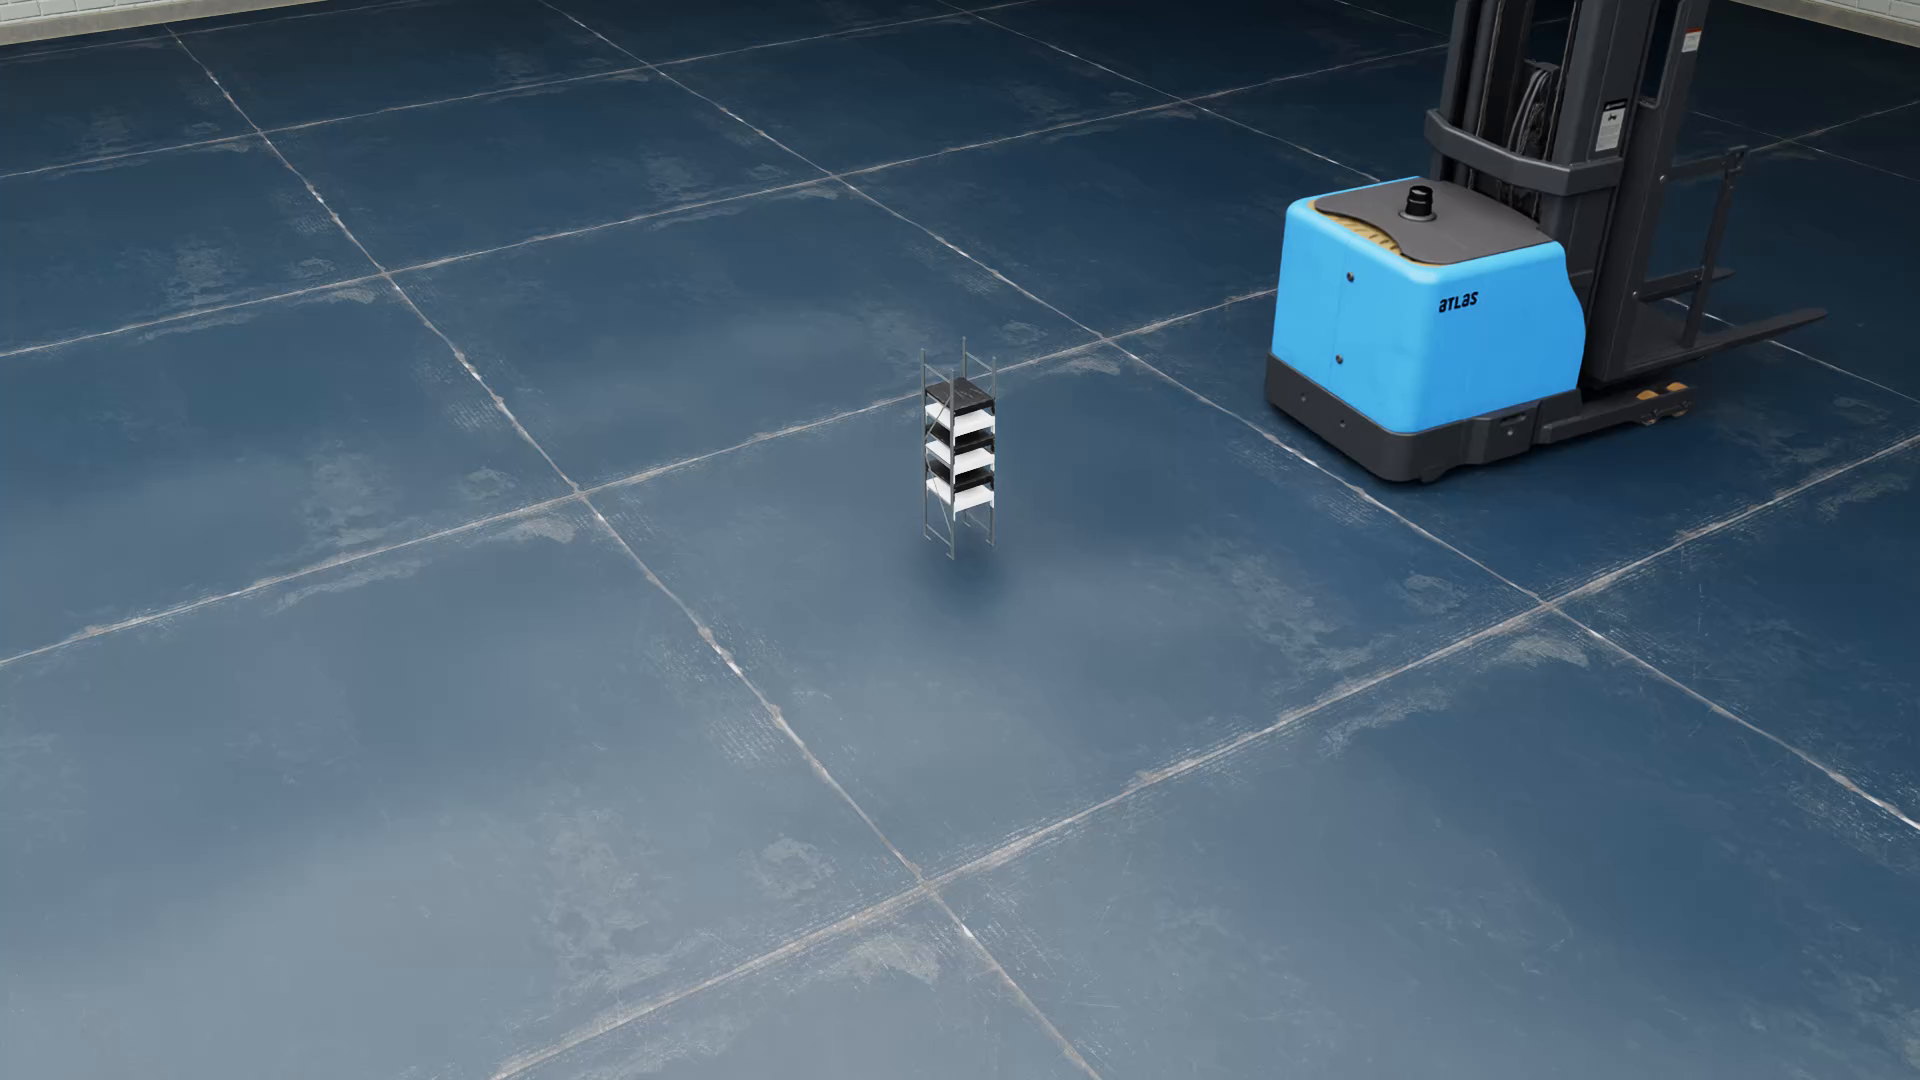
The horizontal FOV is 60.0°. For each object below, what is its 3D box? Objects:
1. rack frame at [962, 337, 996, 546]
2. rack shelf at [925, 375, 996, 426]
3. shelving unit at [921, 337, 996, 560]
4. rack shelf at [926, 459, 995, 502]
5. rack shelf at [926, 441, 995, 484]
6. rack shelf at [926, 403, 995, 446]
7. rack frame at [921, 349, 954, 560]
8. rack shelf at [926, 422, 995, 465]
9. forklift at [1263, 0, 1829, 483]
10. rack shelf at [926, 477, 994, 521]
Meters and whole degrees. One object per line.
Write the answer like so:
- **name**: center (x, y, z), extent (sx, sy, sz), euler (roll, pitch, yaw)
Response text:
- **rack frame**: center (0.079, -0.408, 7.053), extent (0.006, 0.900, 0.240), euler (-19, 37, -27)
- **rack shelf**: center (-0.007, -0.578, 6.880), extent (0.200, 0.077, 0.258), euler (-19, 37, -27)
- **shelving unit**: center (-0.007, -0.378, 7.006), extent (0.210, 0.900, 0.258), euler (-19, 37, -27)
- **rack shelf**: center (-0.007, -0.274, 7.072), extent (0.200, 0.077, 0.258), euler (-19, 37, -27)
- **rack shelf**: center (-0.007, -0.350, 7.024), extent (0.200, 0.077, 0.258), euler (-19, 37, -27)
- **rack shelf**: center (-0.007, -0.502, 6.928), extent (0.200, 0.077, 0.258), euler (-19, 37, -27)
- **rack frame**: center (-0.092, -0.349, 6.960), extent (0.006, 0.900, 0.240), euler (-19, 37, -27)
- **rack shelf**: center (-0.007, -0.426, 6.976), extent (0.200, 0.077, 0.258), euler (-19, 37, -27)
- **forklift**: center (3.059, -2.038, 7.733), extent (3.031, 2.935, 1.130), euler (-15, 35, -22)
- **rack shelf**: center (-0.007, -0.198, 7.120), extent (0.200, 0.077, 0.258), euler (-19, 37, -27)
